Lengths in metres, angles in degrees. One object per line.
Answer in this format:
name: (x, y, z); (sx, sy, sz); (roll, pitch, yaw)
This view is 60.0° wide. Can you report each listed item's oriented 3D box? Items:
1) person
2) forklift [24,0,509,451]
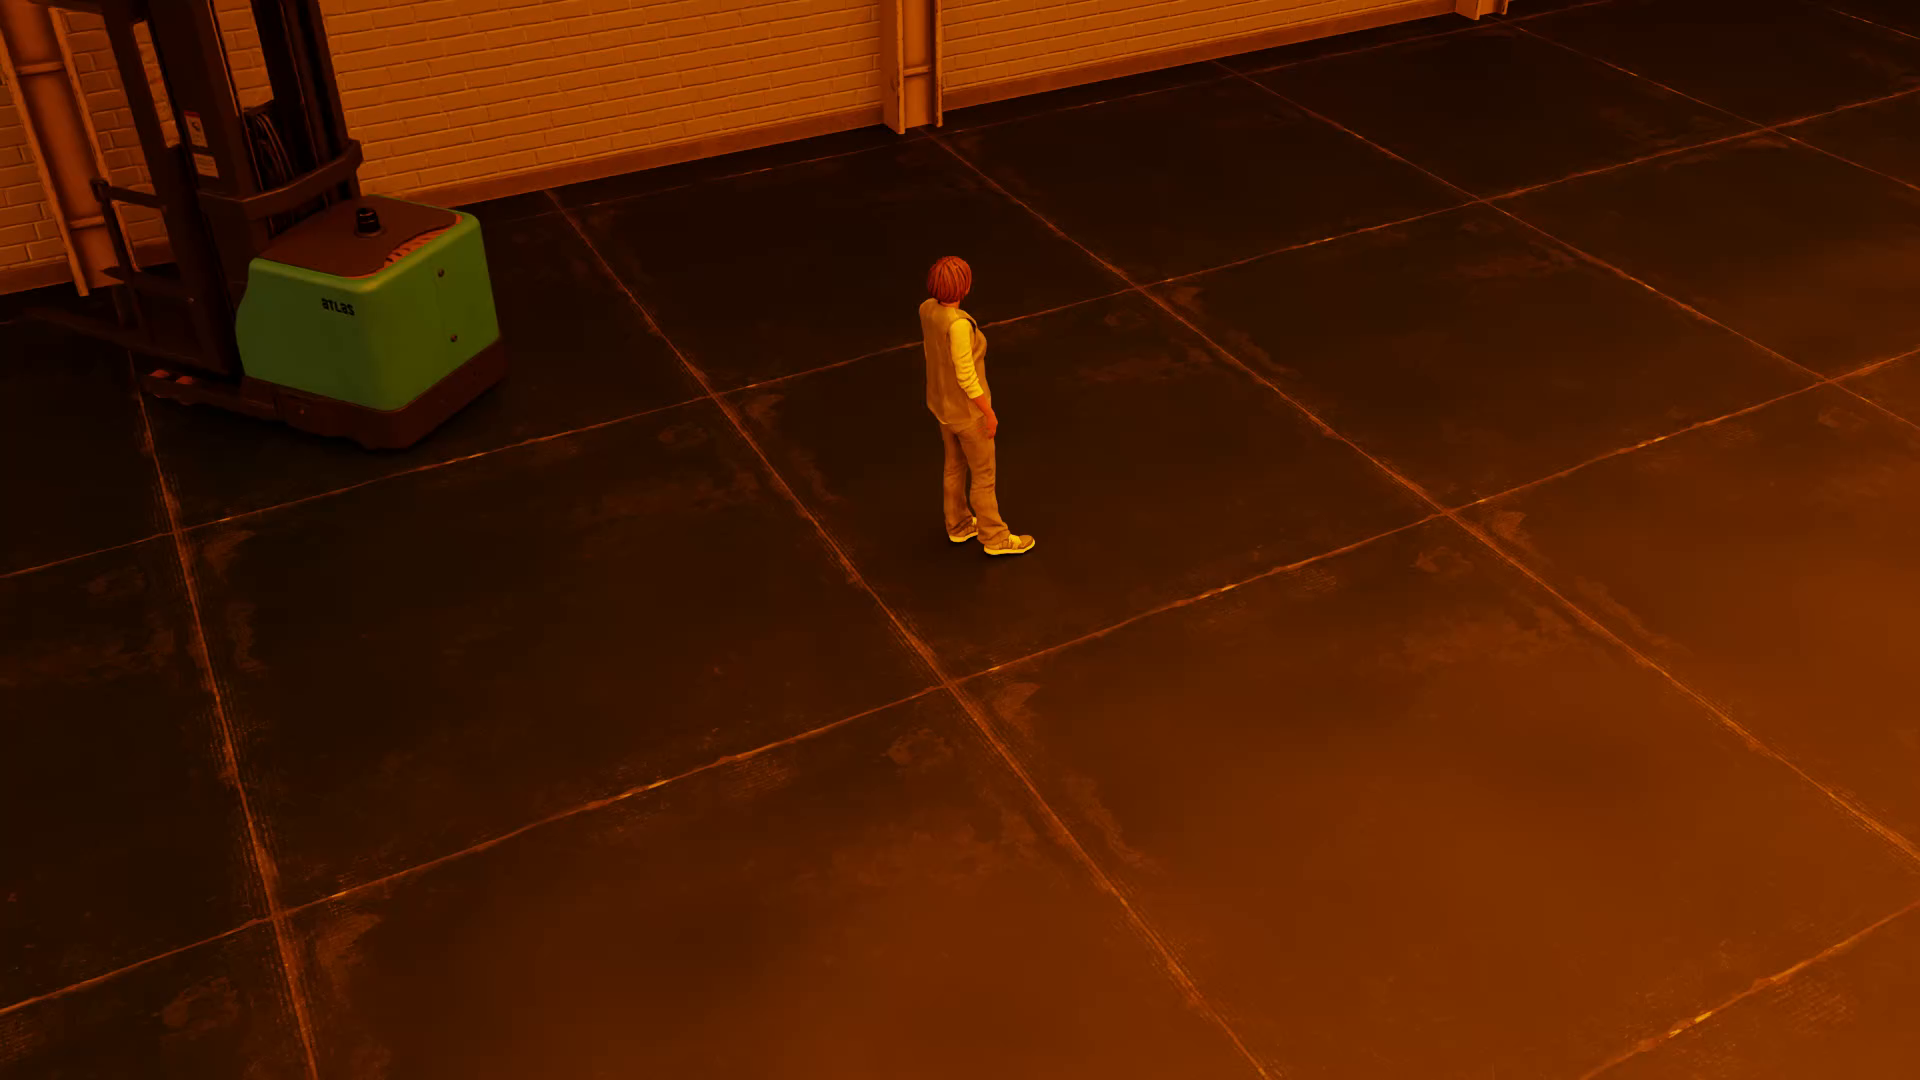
person: (0.072, -0.671, 8.216); (0.473, 1.599, 0.521); (-17, 39, -23)
forklift: (-4.266, -2.252, 9.310); (3.031, 2.935, 1.130); (14, 38, 19)
